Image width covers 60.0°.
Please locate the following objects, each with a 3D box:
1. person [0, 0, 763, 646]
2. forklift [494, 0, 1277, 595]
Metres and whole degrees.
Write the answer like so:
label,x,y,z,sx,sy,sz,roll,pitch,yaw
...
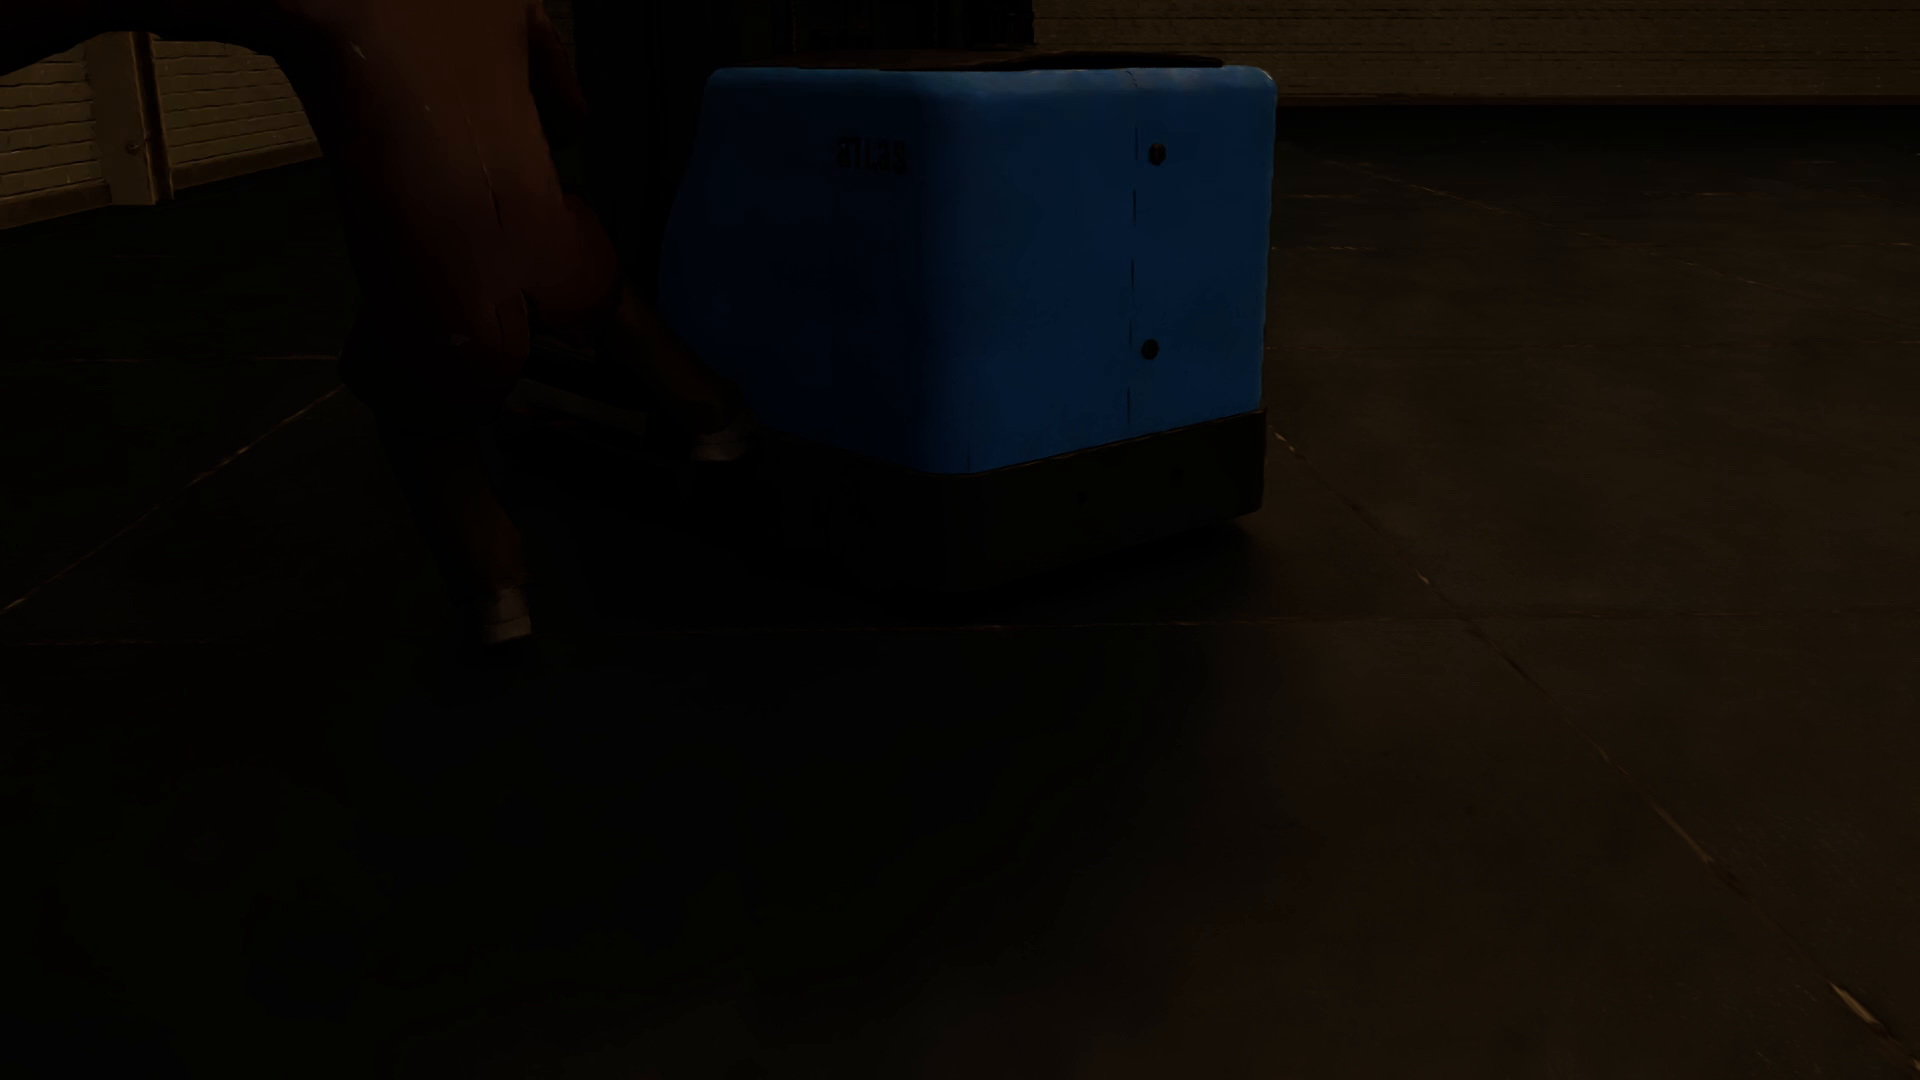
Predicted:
label,x,y,z,sx,sy,sz,roll,pitch,yaw
person,-1.009,-0.531,3.166,1.625,1.444,0.807,-15,23,-41
forklift,-0.634,-1.648,4.293,1.130,2.935,3.031,-14,22,-39
